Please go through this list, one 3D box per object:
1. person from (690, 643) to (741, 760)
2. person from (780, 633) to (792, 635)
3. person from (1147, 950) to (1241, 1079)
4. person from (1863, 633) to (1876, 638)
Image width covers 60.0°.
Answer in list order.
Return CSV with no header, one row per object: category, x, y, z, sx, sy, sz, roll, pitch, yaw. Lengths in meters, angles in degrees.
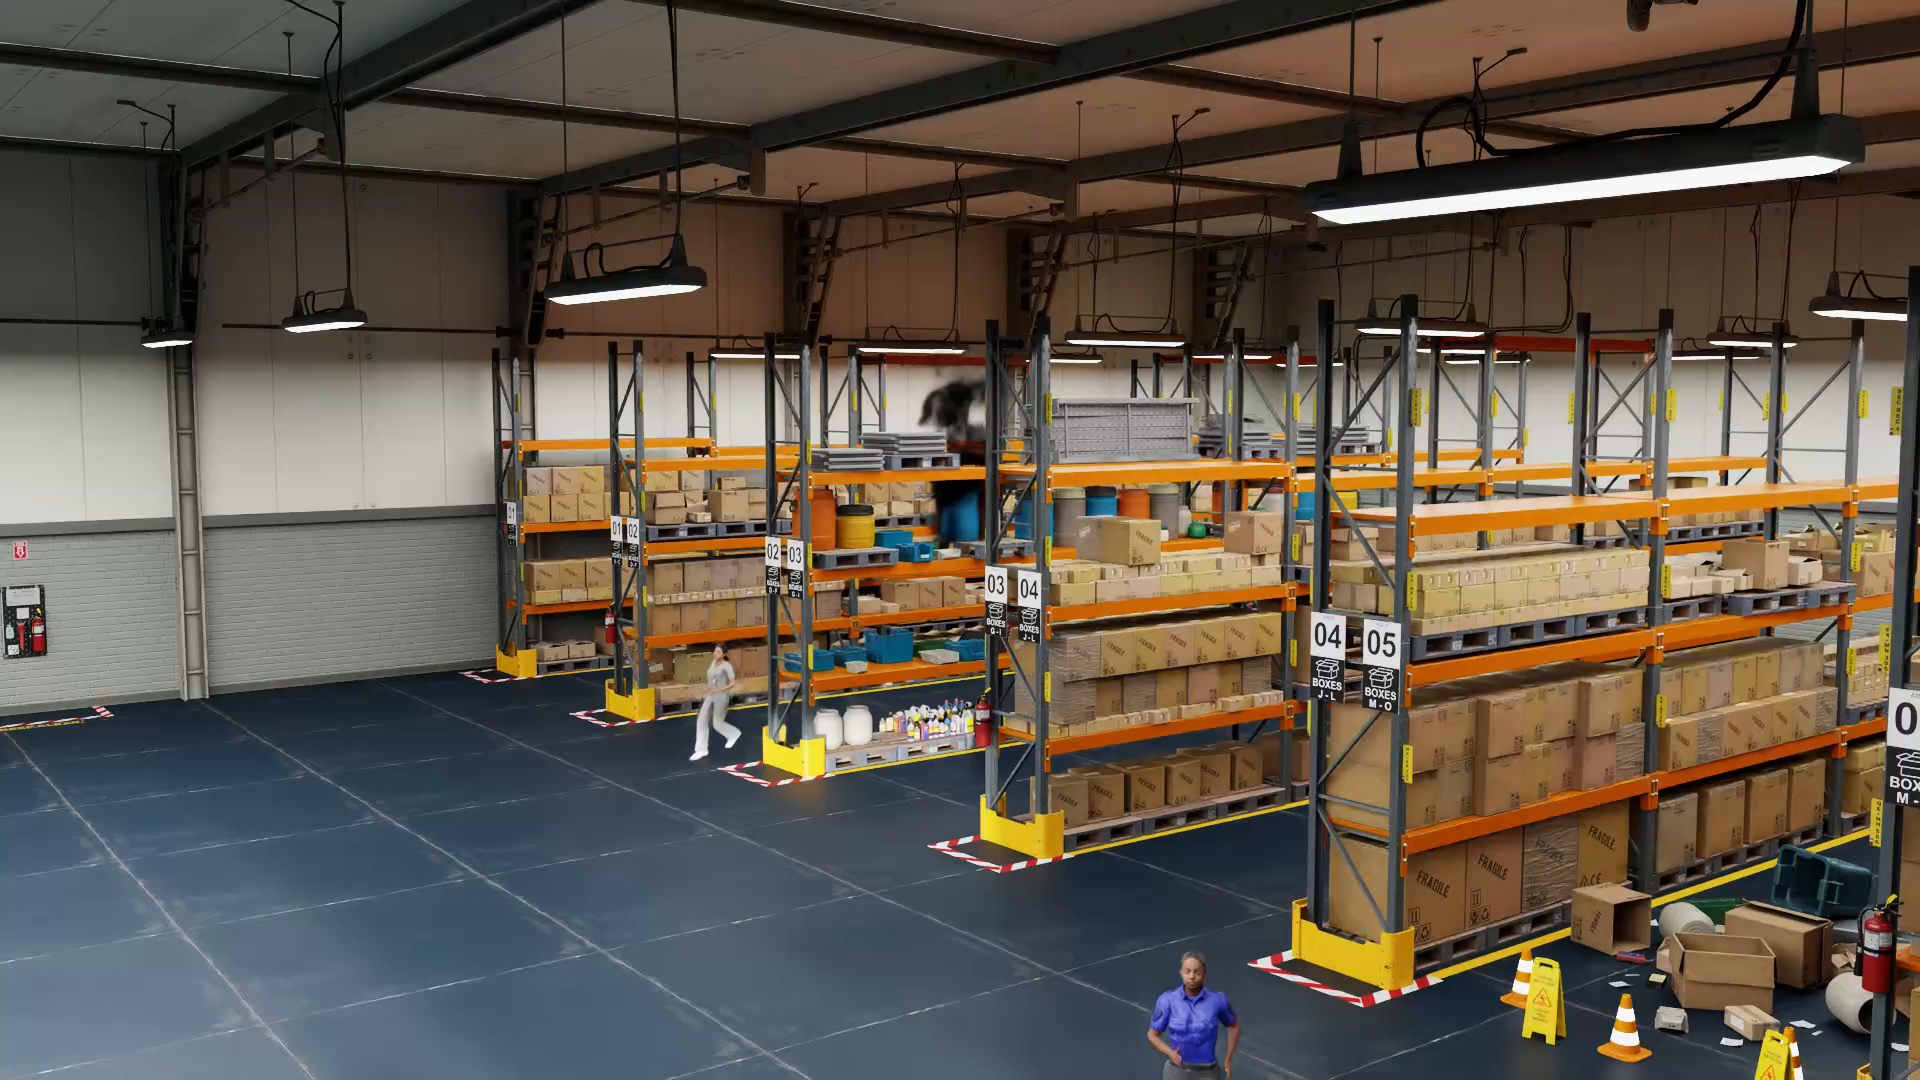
person,-3.399,2.280,23.656,0.604,1.663,0.864,4,6,38
person,-3.135,1.622,30.230,0.937,1.847,0.666,-4,7,-41
person,1.487,3.423,10.596,0.588,1.612,0.853,1,5,10
person,13.327,2.180,24.506,0.616,1.634,0.556,-4,6,-38
